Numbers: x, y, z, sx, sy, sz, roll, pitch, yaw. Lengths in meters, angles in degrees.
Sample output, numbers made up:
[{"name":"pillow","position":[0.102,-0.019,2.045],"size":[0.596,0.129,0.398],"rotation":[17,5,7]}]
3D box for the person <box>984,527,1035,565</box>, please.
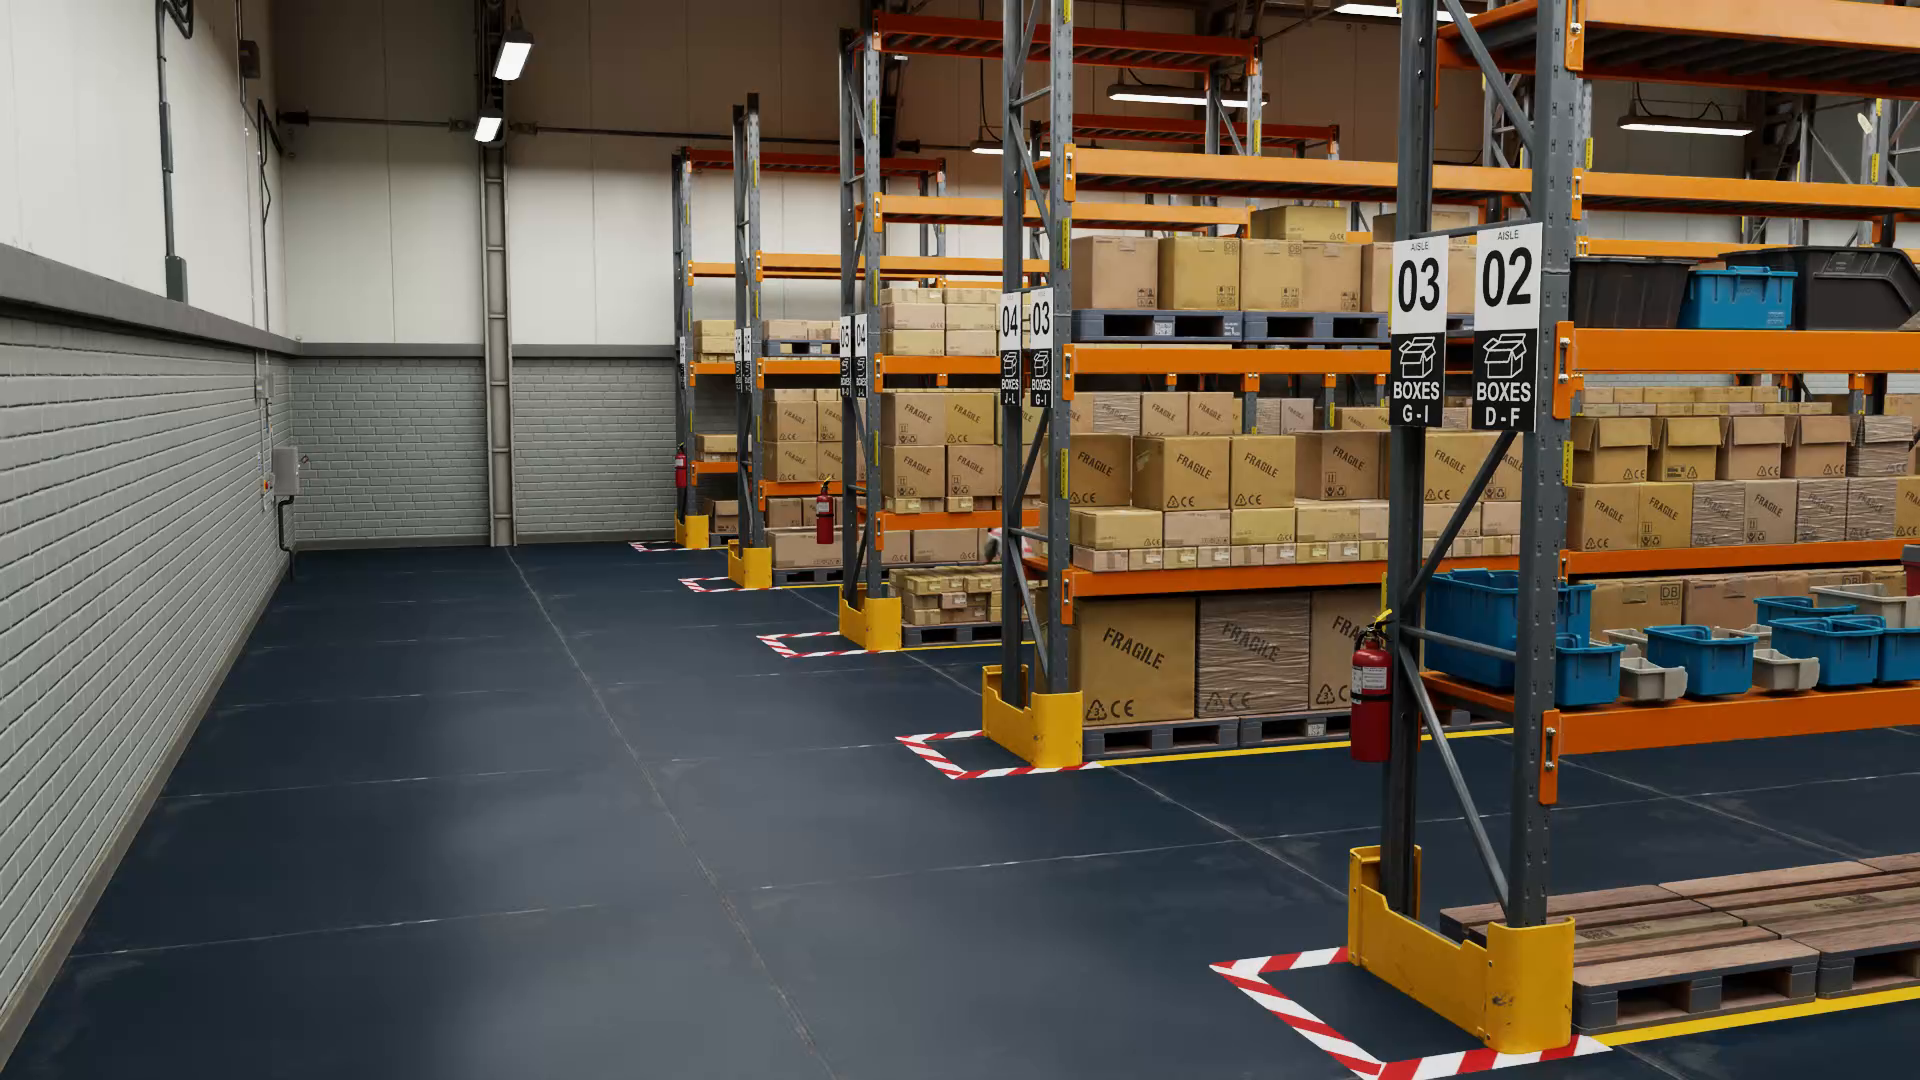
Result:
[{"name":"person","position":[0.565,0.230,19.186],"size":[0.548,1.012,0.852],"rotation":[-2,6,-20]}]
